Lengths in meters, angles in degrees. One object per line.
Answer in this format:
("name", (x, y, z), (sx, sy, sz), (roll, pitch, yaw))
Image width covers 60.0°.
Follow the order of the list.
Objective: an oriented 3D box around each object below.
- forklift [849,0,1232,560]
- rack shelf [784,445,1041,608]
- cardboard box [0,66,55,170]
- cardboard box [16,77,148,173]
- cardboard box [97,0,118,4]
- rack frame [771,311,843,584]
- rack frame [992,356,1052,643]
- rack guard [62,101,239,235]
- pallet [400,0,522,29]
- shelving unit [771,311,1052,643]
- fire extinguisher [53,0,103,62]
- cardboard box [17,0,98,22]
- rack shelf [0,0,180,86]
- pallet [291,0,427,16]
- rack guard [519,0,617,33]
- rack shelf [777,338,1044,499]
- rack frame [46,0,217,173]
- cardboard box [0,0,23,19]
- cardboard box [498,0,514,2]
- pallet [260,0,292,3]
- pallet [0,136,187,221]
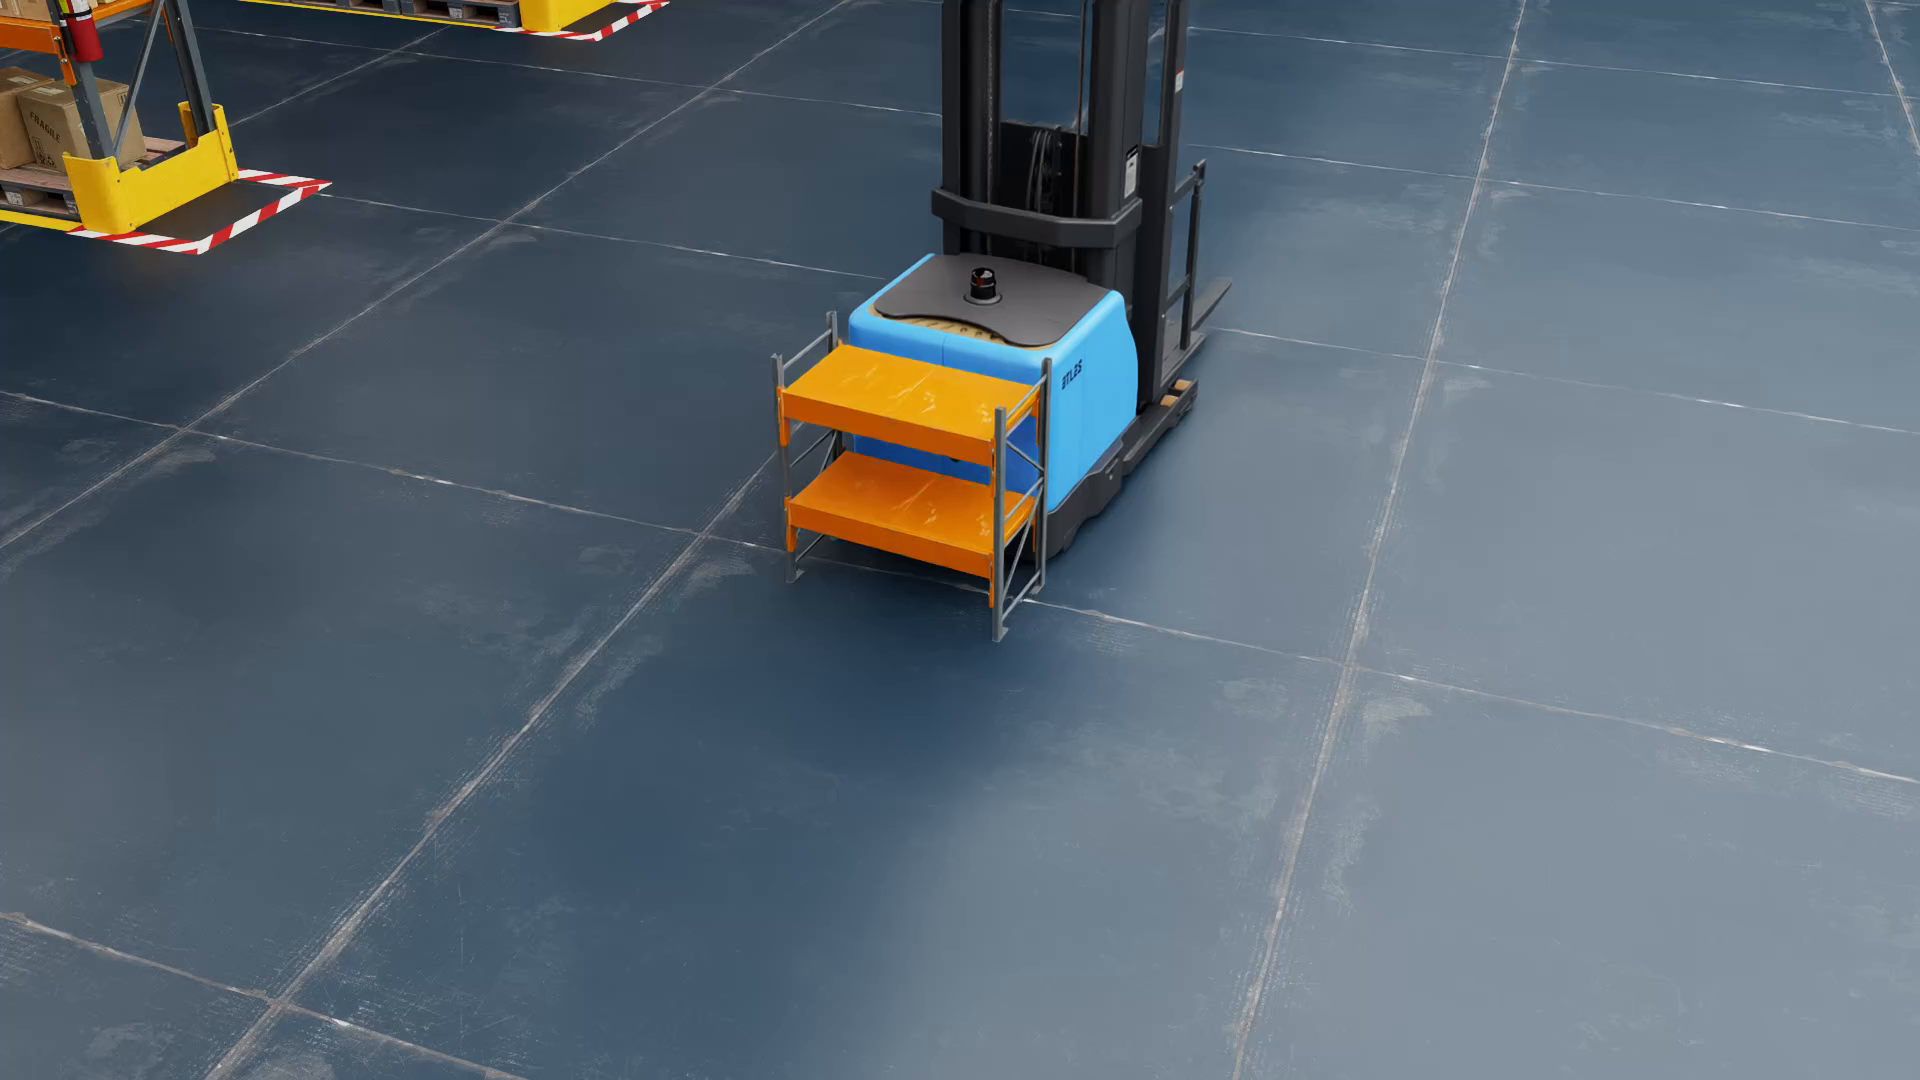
("forklift", (0.606, -1.919, 8.020), (1.130, 2.935, 3.031), (15, 36, 22))
("rack shelf", (-0.200, -0.073, 7.277), (1.000, 0.278, 0.538), (15, 36, 22))
("cardboard box", (-6.502, -2.894, 11.384), (0.500, 0.500, 0.500), (21, 38, 29))
("cardboard box", (-5.927, -2.802, 11.241), (0.500, 0.500, 0.500), (18, 37, 25))
("cardboard box", (-5.533, -3.621, 10.824), (0.250, 0.149, 0.380), (11, 34, 16))
("rack frame", (-0.657, -0.399, 7.331), (0.032, 1.125, 0.500), (15, 36, 22))
("rack frame", (0.258, -0.158, 6.958), (0.032, 1.125, 0.500), (15, 36, 22))
("rack guard", (-5.417, -2.516, 11.187), (0.348, 0.500, 1.175), (11, 34, 16))
("pallet", (-4.356, -5.002, 15.302), (1.213, 0.211, 1.003), (11, 34, 16))
("shelving unit", (-0.200, -0.279, 7.145), (1.048, 1.125, 0.538), (15, 36, 22))
("fire extinguisher", (-5.393, -3.264, 10.111), (0.183, 0.674, 0.296), (11, 34, 16))
("cardboard box", (-5.683, -3.394, 10.473), (0.250, 0.149, 0.380), (11, 34, 16))
("rack shelf", (-7.228, -3.616, 11.249), (4.000, 0.370, 1.077), (11, 34, 16))
("pallet", (-5.500, -5.226, 15.649), (1.213, 0.211, 1.003), (11, 34, 16))
("rack guard", (-3.554, -5.012, 15.052), (0.348, 0.500, 1.175), (11, 34, 16))
("rack shelf", (-0.200, -0.525, 6.986), (1.000, 0.278, 0.538), (15, 36, 22))
("rack frame", (-5.345, -3.553, 10.487), (0.127, 3.000, 1.000), (11, 34, 16))
("cardboard box", (-5.918, -3.440, 10.544), (0.250, 0.149, 0.380), (11, 34, 16))
("cardboard box", (-4.237, -5.441, 14.983), (0.875, 0.875, 0.875), (11, 35, 17))
("pallet", (-6.653, -5.448, 15.994), (1.213, 0.211, 1.003), (11, 34, 16))
("pallet", (-6.169, -2.562, 11.523), (1.213, 0.211, 1.003), (11, 34, 16))
